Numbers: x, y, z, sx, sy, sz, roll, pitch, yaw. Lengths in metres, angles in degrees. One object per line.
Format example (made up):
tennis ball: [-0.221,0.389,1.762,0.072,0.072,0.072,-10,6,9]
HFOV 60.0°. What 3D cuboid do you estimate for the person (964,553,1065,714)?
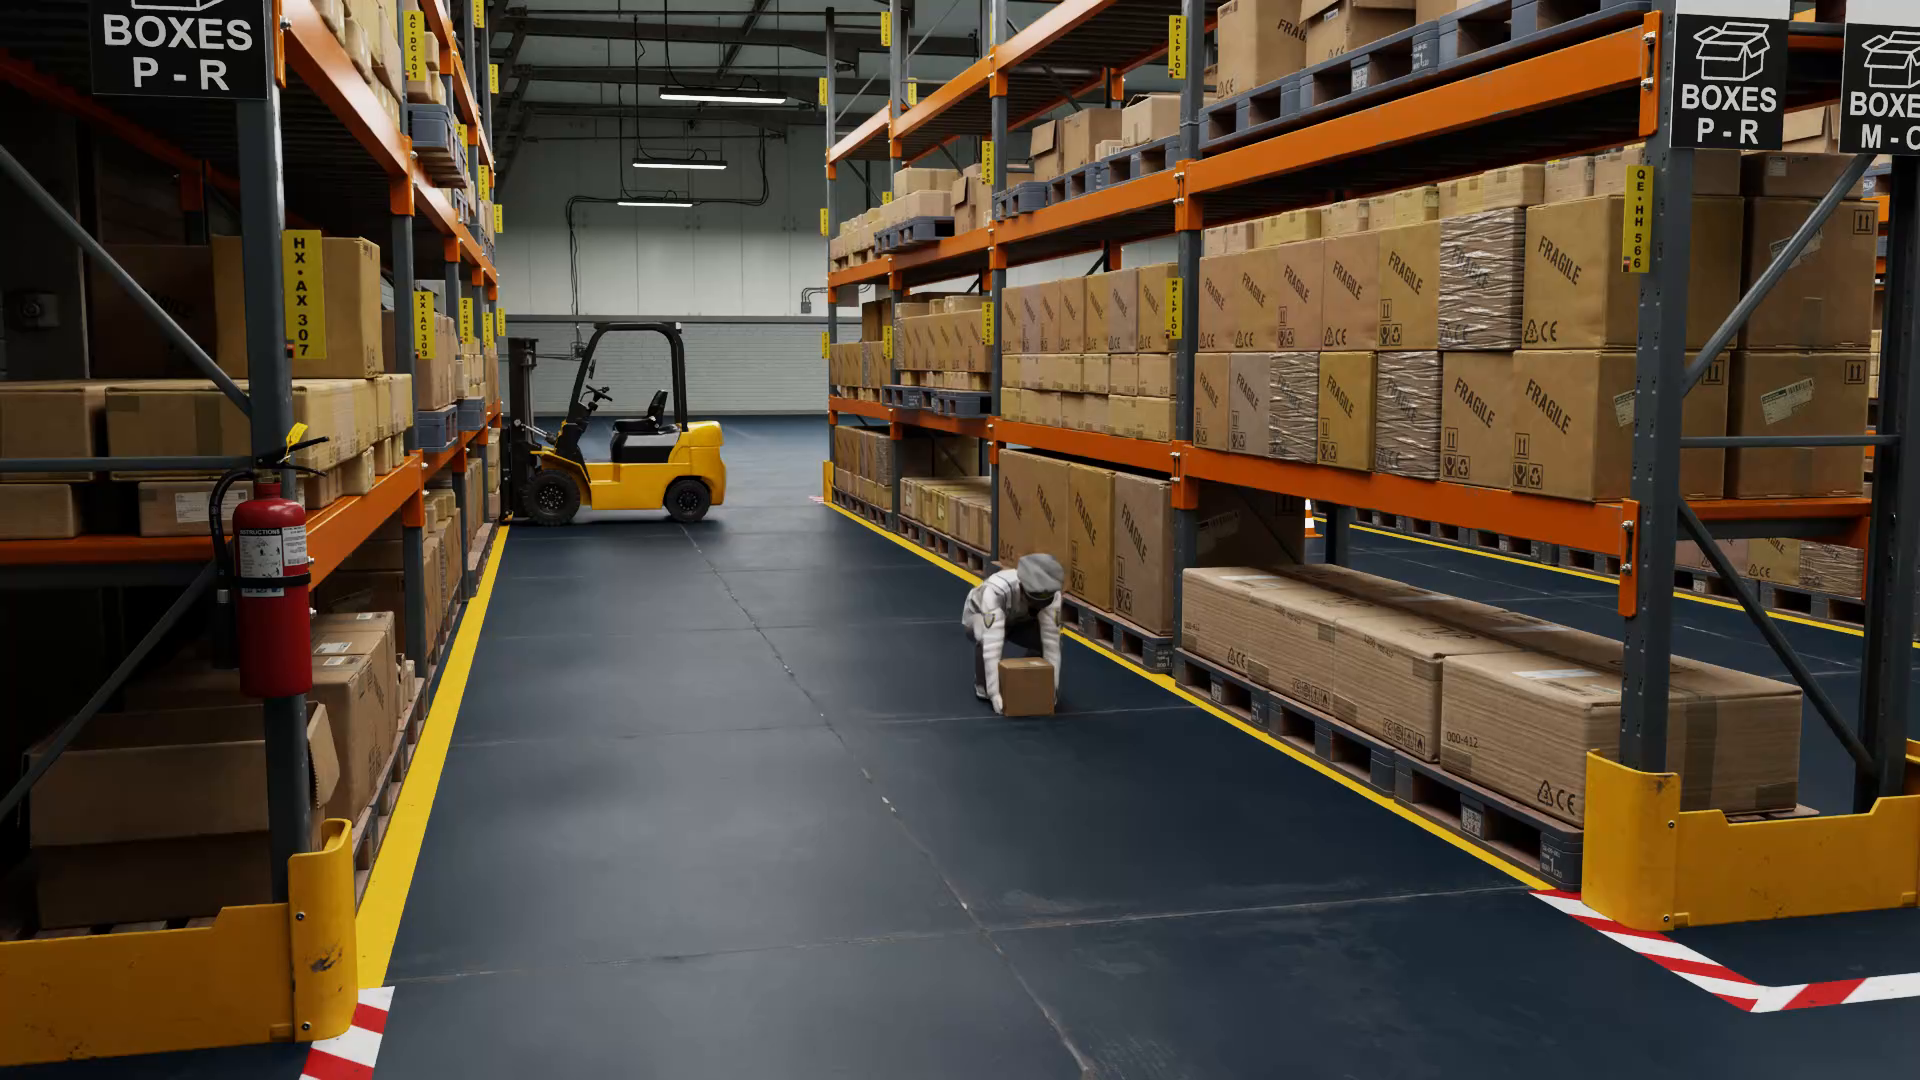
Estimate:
person: [0.290,0.463,8.644,0.470,0.852,0.861,-2,6,-14]
